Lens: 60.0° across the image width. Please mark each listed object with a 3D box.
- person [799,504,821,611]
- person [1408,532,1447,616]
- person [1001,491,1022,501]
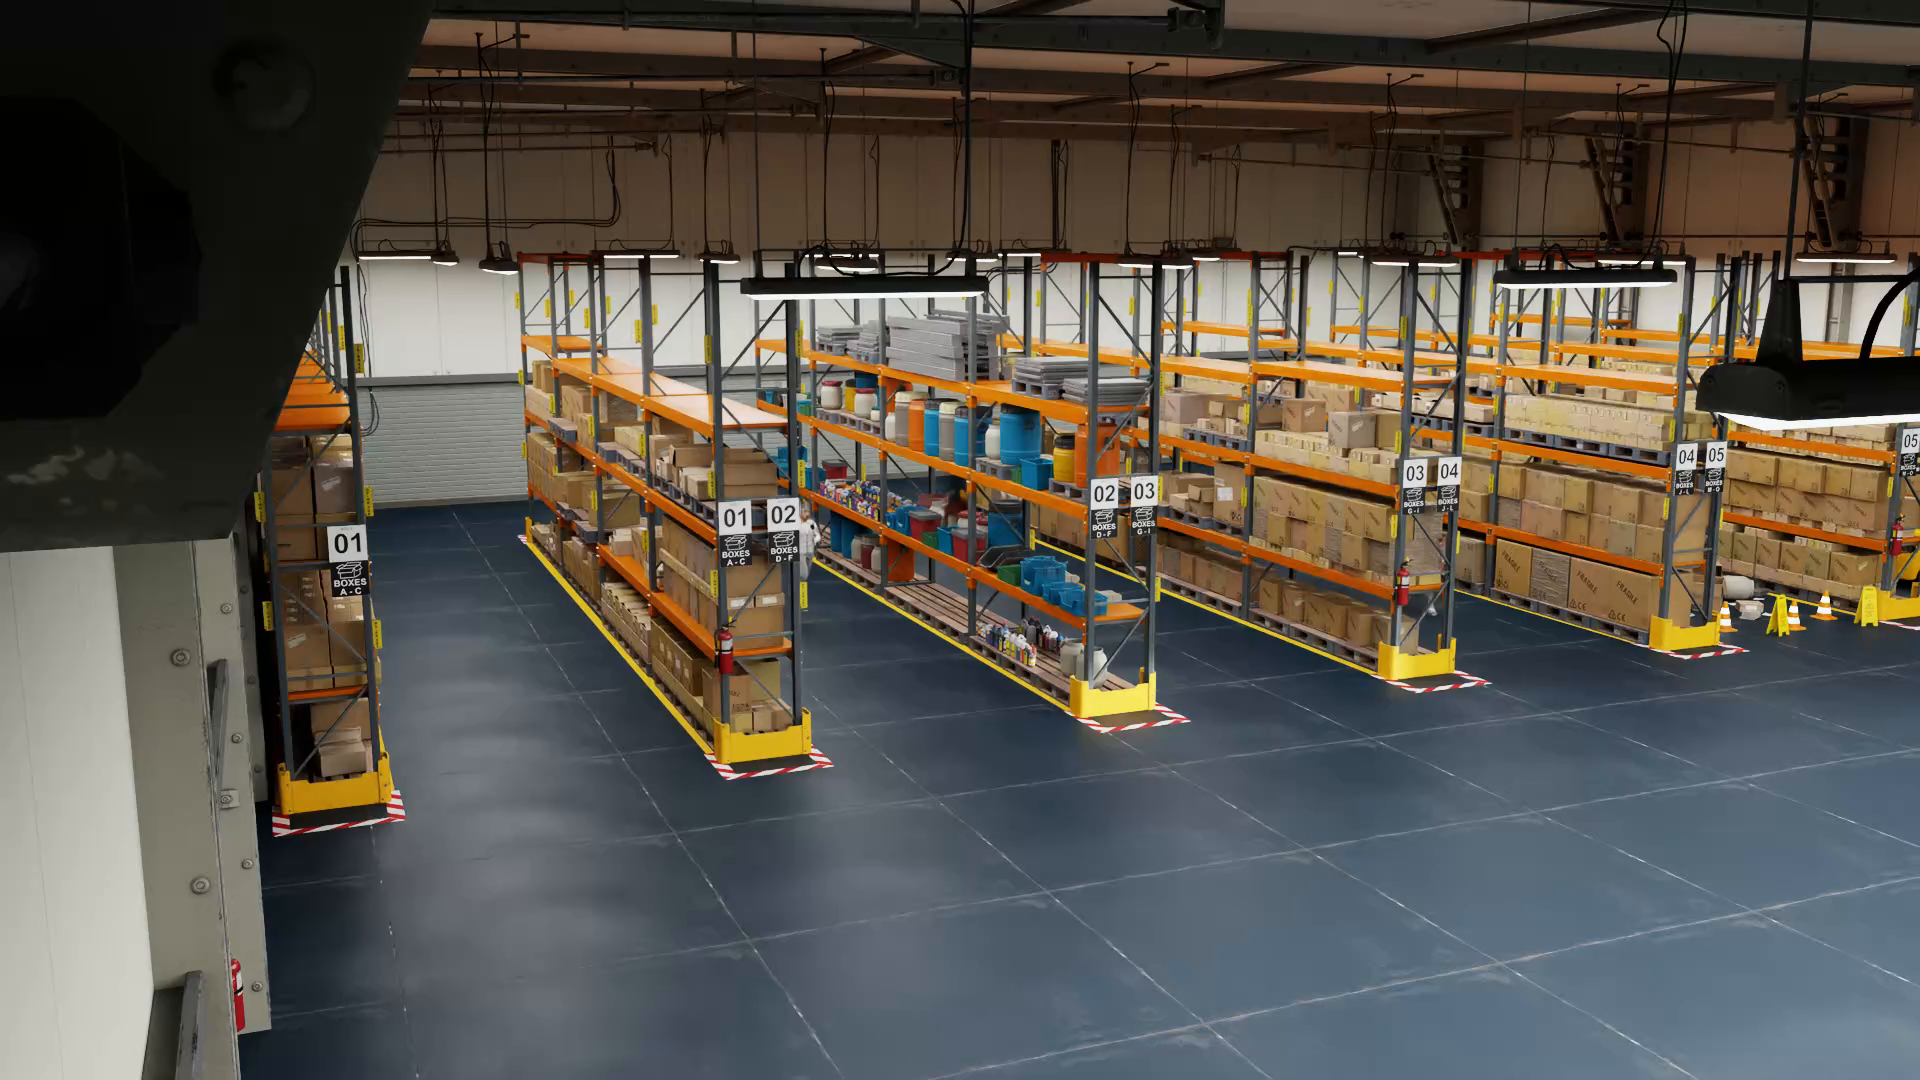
[{"bbox_3d":[-2.563,0.272,27.359,0.592,1.762,0.679,-7,12,-32],"label":"person"},{"bbox_3d":[7.912,0.514,28.262,0.535,1.443,0.988,-4,11,-21],"label":"person"},{"bbox_3d":[1.060,-0.507,33.183,0.534,1.713,0.818,-3,11,-14],"label":"person"}]
